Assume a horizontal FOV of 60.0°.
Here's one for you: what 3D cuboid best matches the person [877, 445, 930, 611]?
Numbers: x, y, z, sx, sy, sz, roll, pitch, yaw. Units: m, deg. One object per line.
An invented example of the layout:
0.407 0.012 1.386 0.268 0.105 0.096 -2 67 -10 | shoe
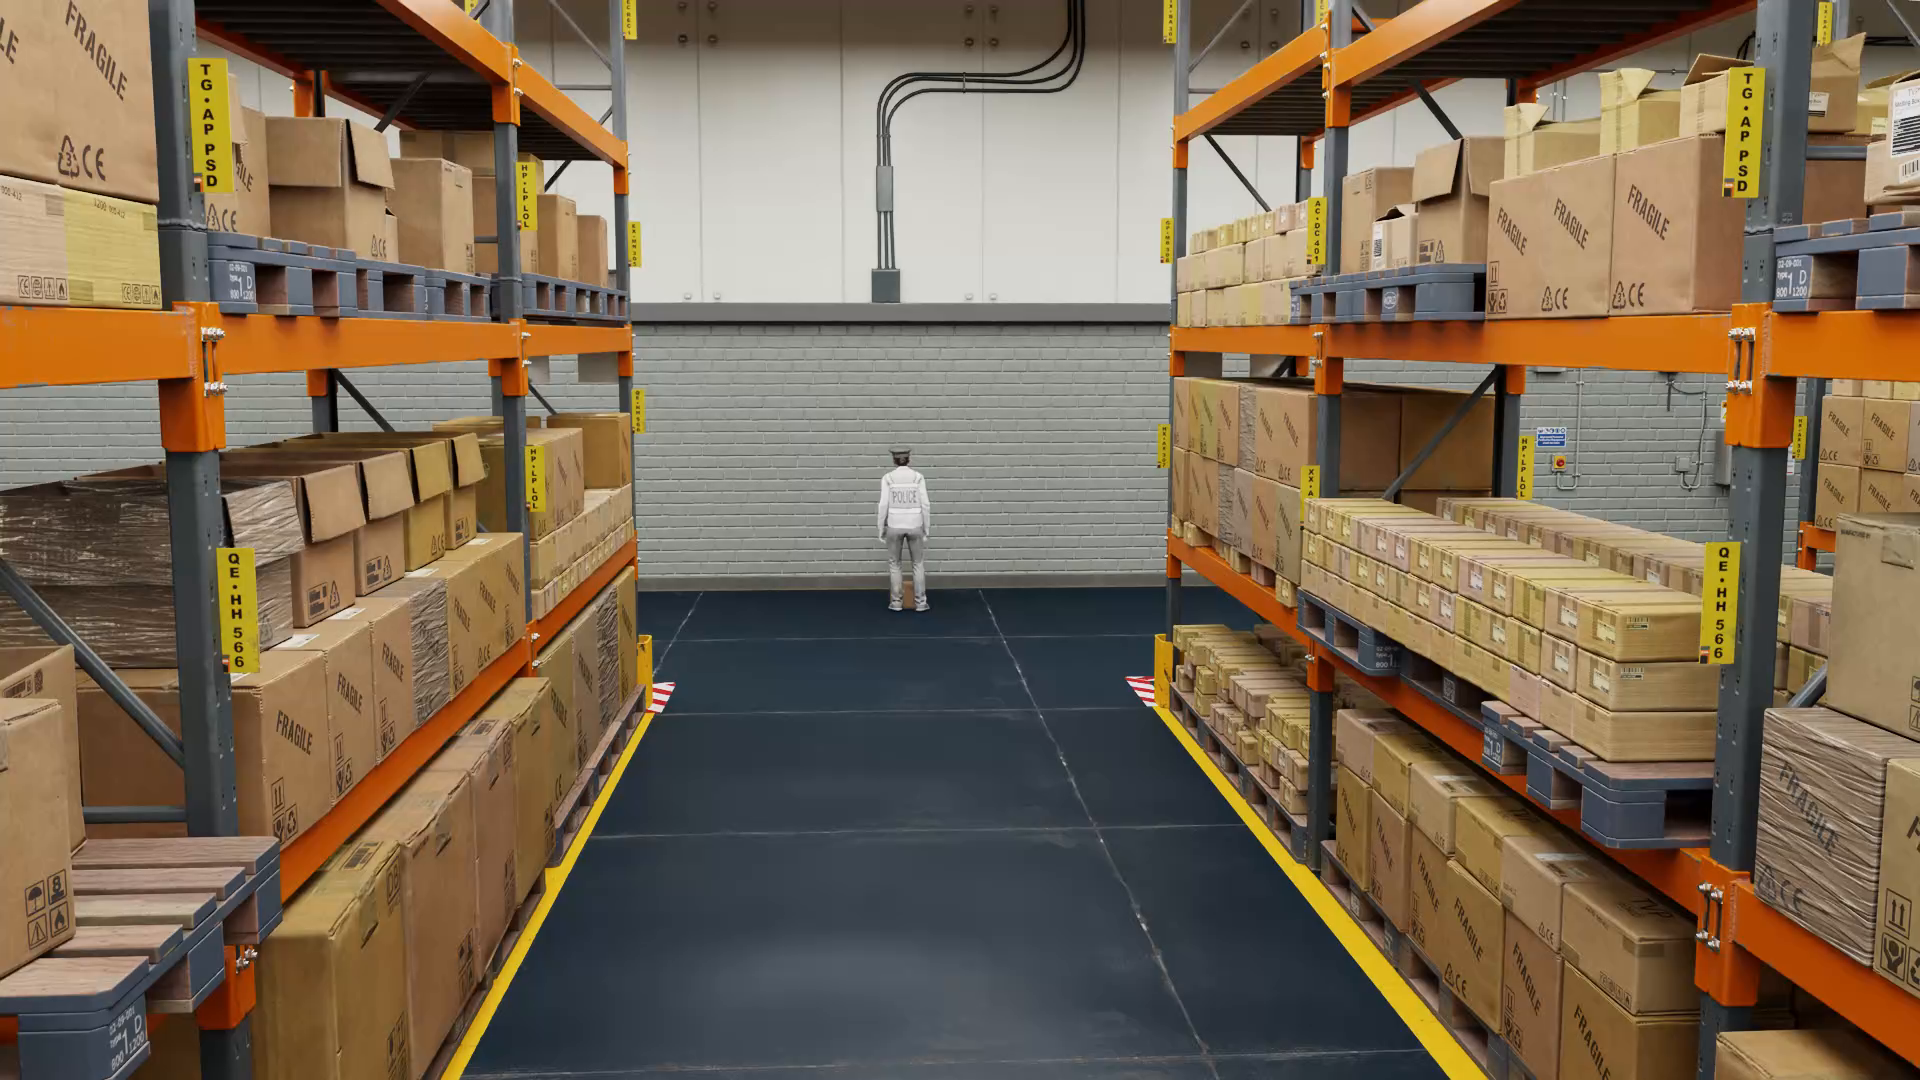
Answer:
-0.564 -0.112 16.658 0.533 1.662 0.414 -1 7 -7 | person
